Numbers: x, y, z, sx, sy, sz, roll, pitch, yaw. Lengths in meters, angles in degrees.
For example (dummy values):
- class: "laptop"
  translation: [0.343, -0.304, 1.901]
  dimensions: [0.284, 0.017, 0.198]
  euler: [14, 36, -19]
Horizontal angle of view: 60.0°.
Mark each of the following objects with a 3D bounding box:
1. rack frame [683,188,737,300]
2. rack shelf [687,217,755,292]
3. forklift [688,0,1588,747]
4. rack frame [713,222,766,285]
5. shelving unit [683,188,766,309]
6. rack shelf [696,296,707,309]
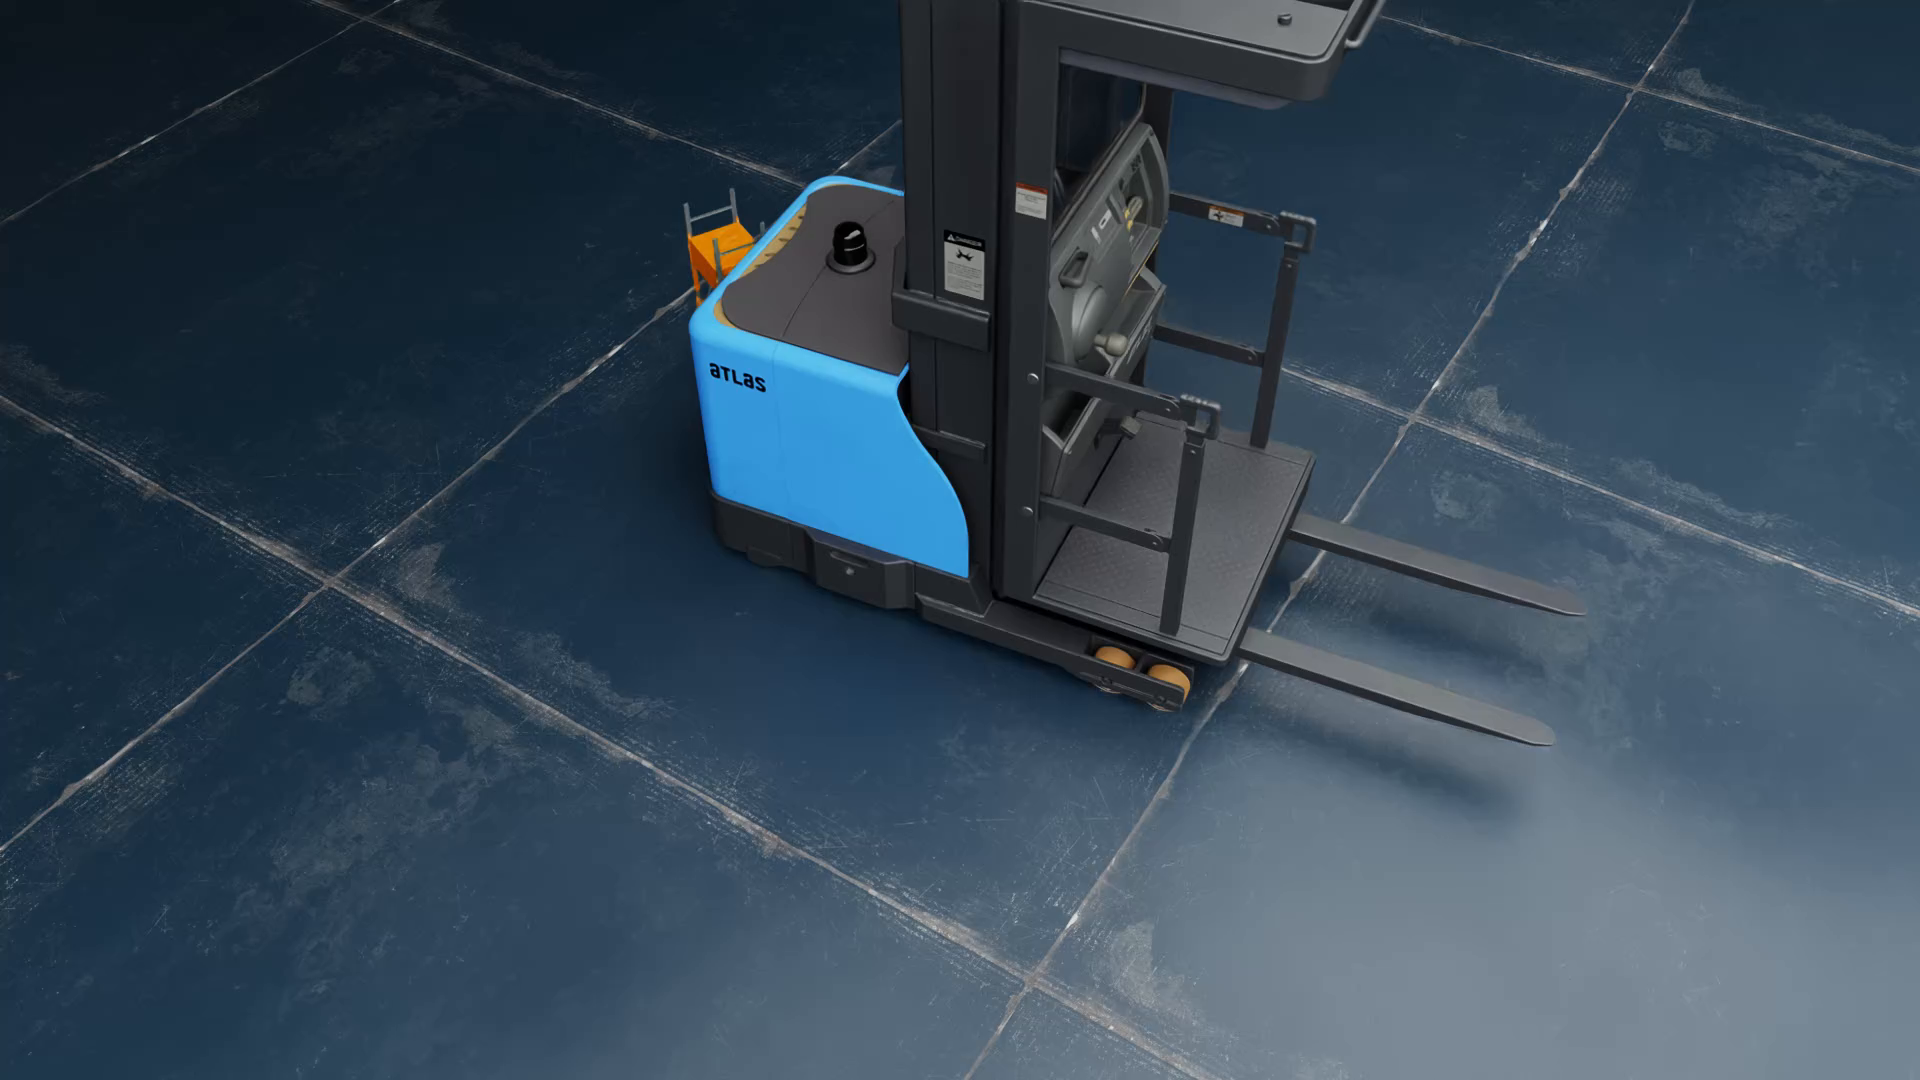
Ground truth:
- class: "rack frame"
  translation: [-0.905, -0.872, 6.364]
  dimensions: [0.200, 1.050, 0.008]
  euler: [-24, 50, -21]
- class: "rack shelf"
  translation: [-0.841, -0.987, 6.095]
  dimensions: [0.215, 0.259, 0.240]
  euler: [-24, 50, -21]
- class: "forklift"
  translation: [0.647, -0.874, 5.055]
  dimensions: [3.031, 2.935, 1.130]
  euler: [18, 48, 17]
- class: "rack frame"
  translation: [-0.778, -0.722, 6.219]
  dimensions: [0.200, 1.050, 0.008]
  euler: [-24, 50, -21]
- class: "shelving unit"
  translation: [-0.842, -0.797, 6.292]
  dimensions: [0.215, 1.050, 0.252]
  euler: [-24, 50, -21]
- class: "rack shelf"
  translation: [-0.842, -0.790, 6.299]
  dimensions: [0.215, 0.259, 0.240]
  euler: [-24, 50, -21]
